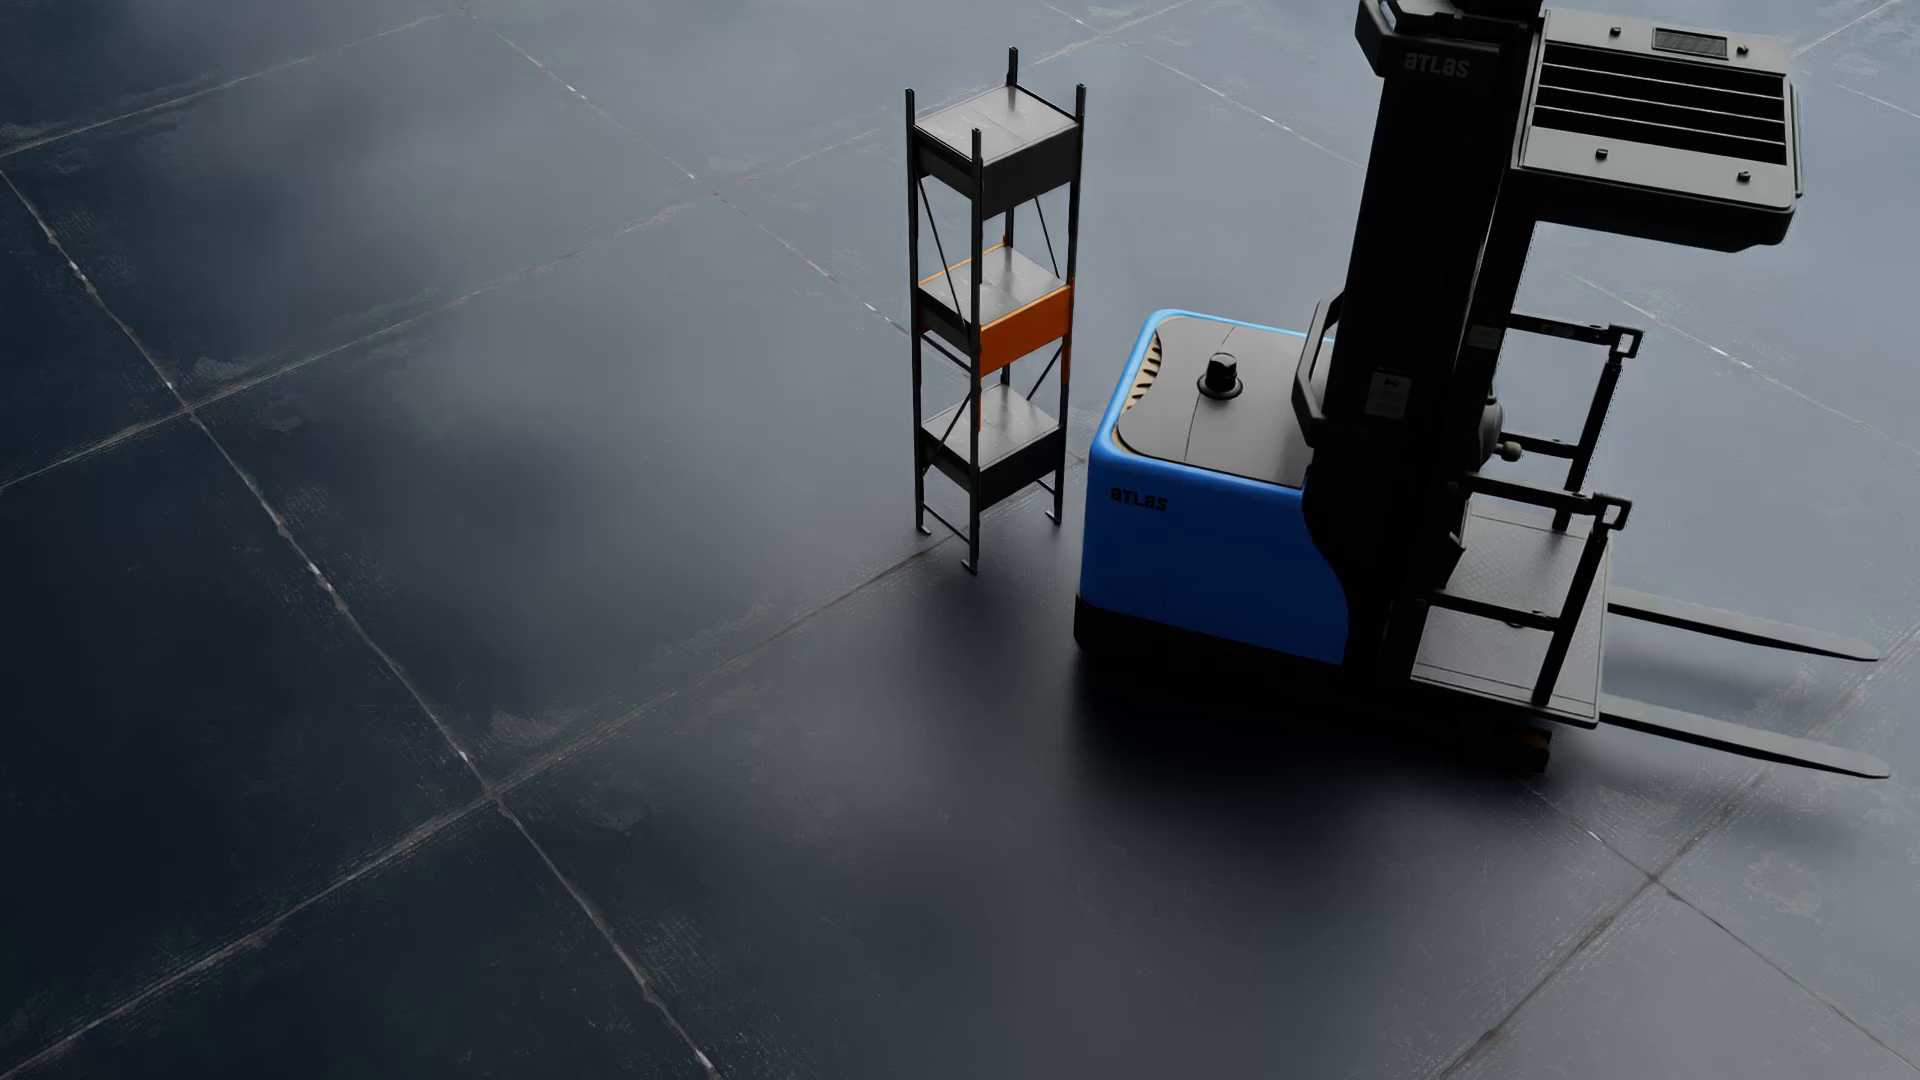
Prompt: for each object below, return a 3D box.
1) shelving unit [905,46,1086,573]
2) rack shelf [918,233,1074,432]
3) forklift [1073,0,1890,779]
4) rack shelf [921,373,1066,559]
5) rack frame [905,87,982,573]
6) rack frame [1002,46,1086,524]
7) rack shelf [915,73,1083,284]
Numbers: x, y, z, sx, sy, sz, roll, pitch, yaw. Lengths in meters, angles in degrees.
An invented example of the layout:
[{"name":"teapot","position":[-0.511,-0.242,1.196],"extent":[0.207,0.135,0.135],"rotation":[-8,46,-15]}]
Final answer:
[{"name":"shelving unit","position":[0.127,-0.838,6.609],"extent":[0.503,2.100,0.431],"rotation":[-30,51,-28]},{"name":"rack shelf","position":[0.127,-0.828,6.618],"extent":[0.480,0.518,0.431],"rotation":[-30,51,-28]},{"name":"forklift","position":[2.033,-0.596,5.744],"extent":[3.031,2.935,1.130],"rotation":[13,45,14]},{"name":"rack shelf","position":[0.127,-0.318,7.097],"extent":[0.480,0.518,0.431],"rotation":[-30,51,-28]},{"name":"rack frame","position":[-0.060,-0.731,6.494],"extent":[0.015,2.100,0.400],"rotation":[-30,51,-28]},{"name":"rack frame","position":[0.314,-0.945,6.723],"extent":[0.015,2.100,0.400],"rotation":[-30,51,-28]},{"name":"rack shelf","position":[0.127,-1.338,6.139],"extent":[0.480,0.518,0.431],"rotation":[-30,51,-28]}]
